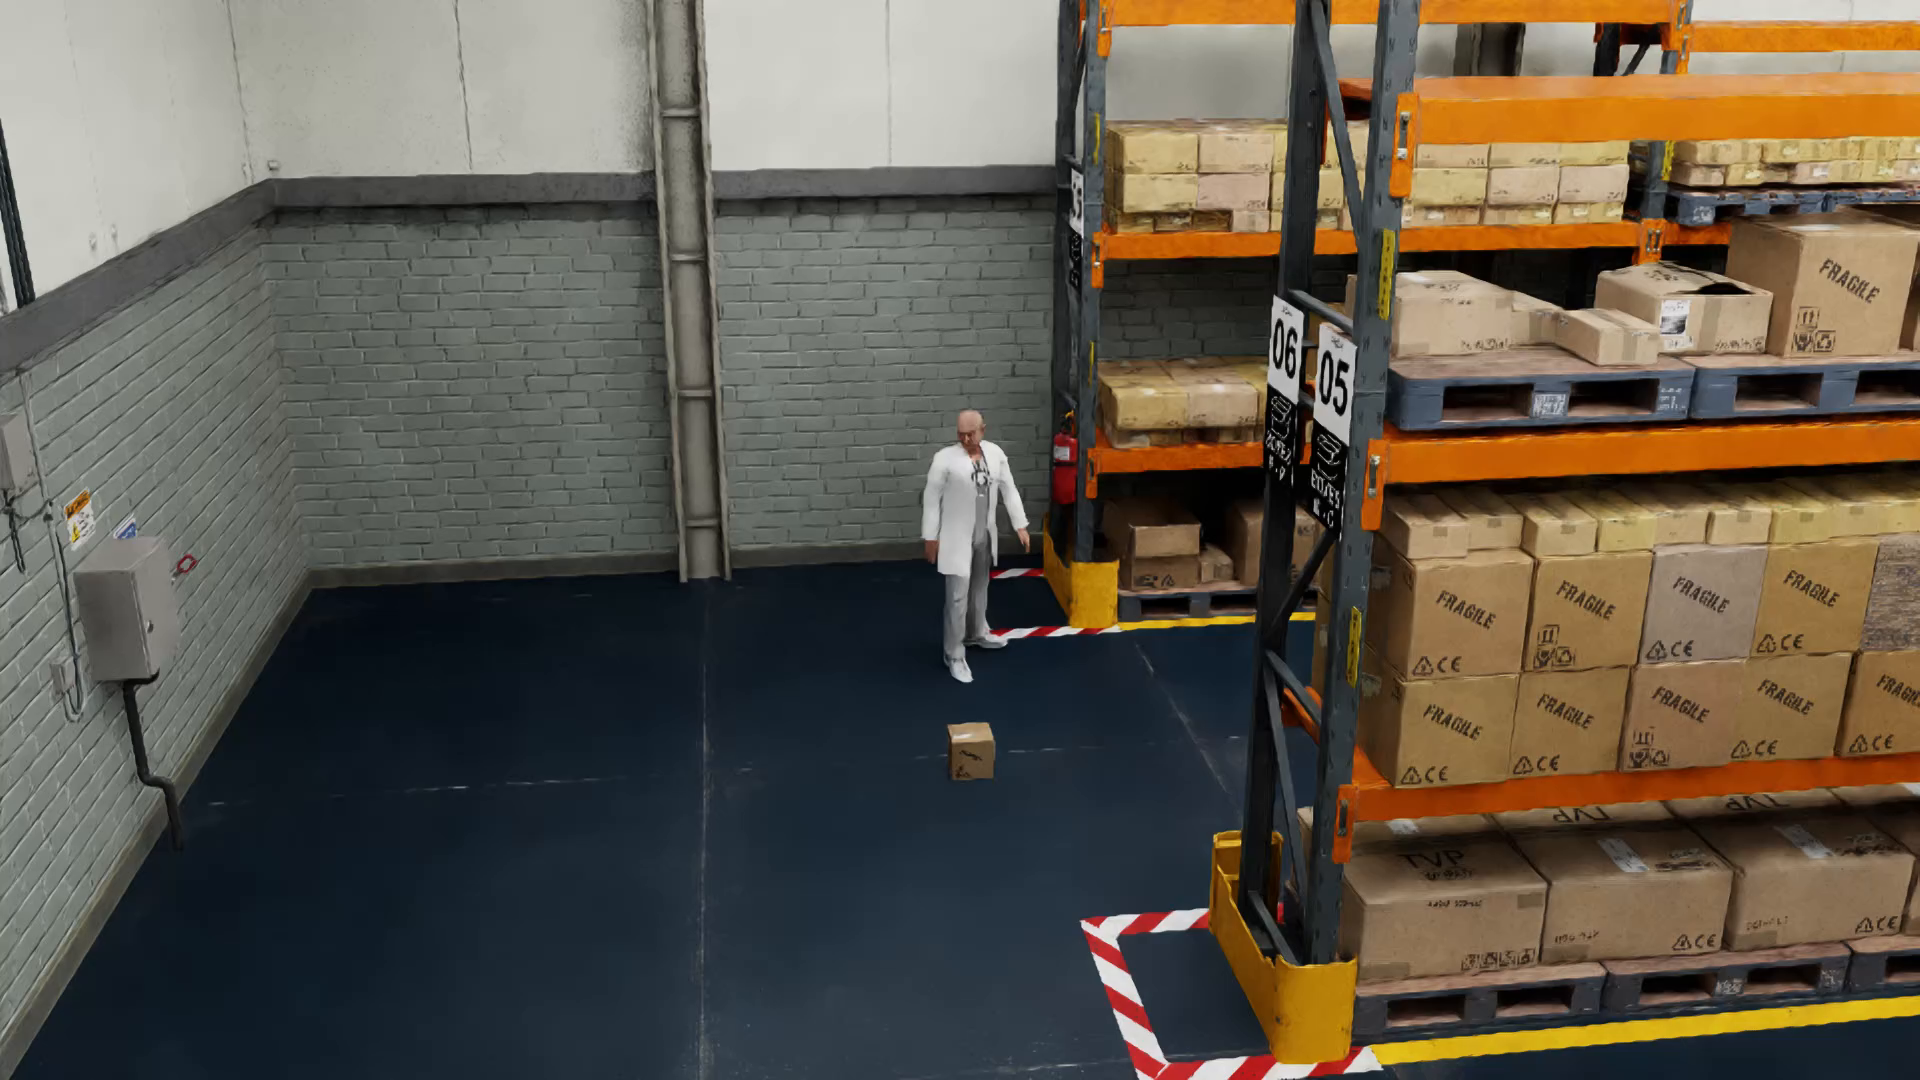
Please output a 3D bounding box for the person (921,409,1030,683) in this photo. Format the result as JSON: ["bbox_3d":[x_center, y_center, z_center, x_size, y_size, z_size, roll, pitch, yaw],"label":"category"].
[{"bbox_3d":[0.086,-0.026,11.108,0.676,1.770,0.553,-15,25,-36],"label":"person"}]
